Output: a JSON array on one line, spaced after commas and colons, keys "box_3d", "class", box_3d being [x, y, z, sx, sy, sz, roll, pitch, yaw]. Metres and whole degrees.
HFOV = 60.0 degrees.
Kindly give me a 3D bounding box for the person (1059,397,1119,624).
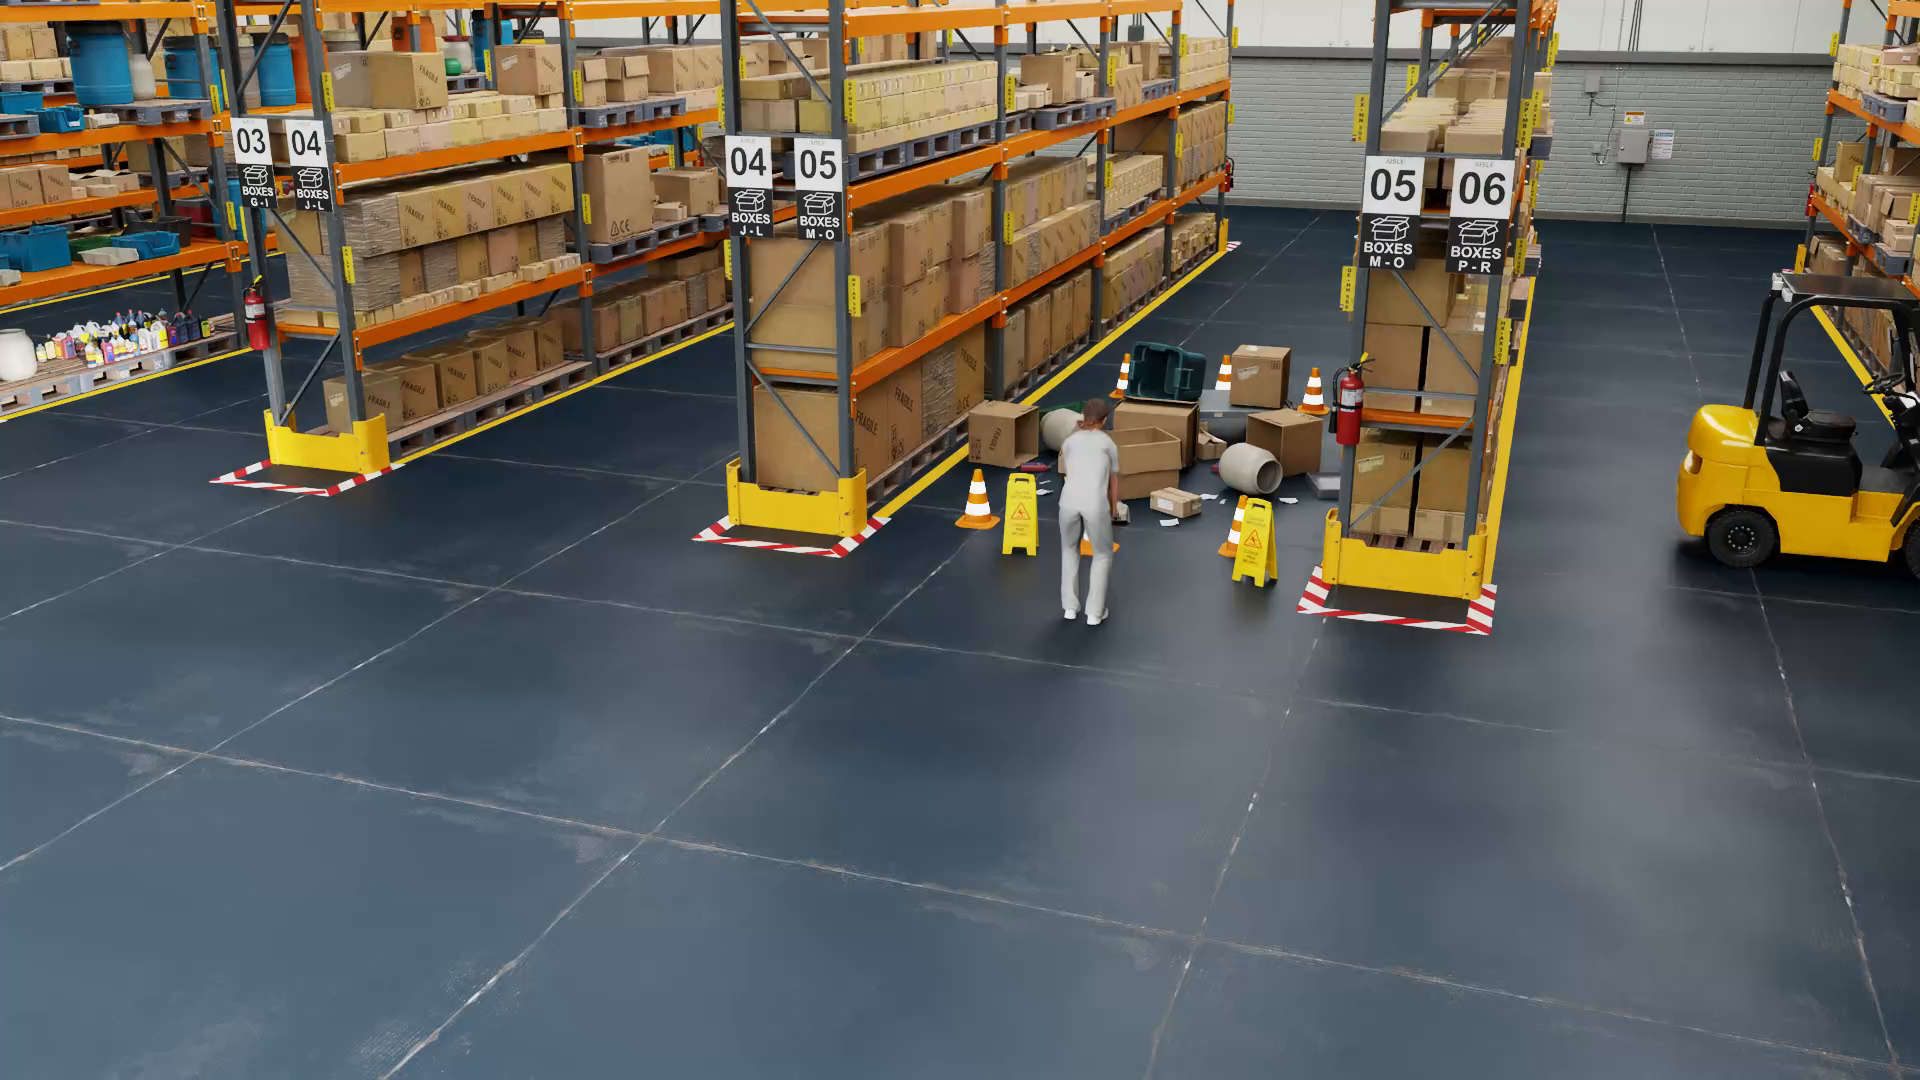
[{"box_3d": [0.911, -0.206, 11.857, 0.410, 1.563, 0.576, 6, 20, 17], "class": "person"}]
